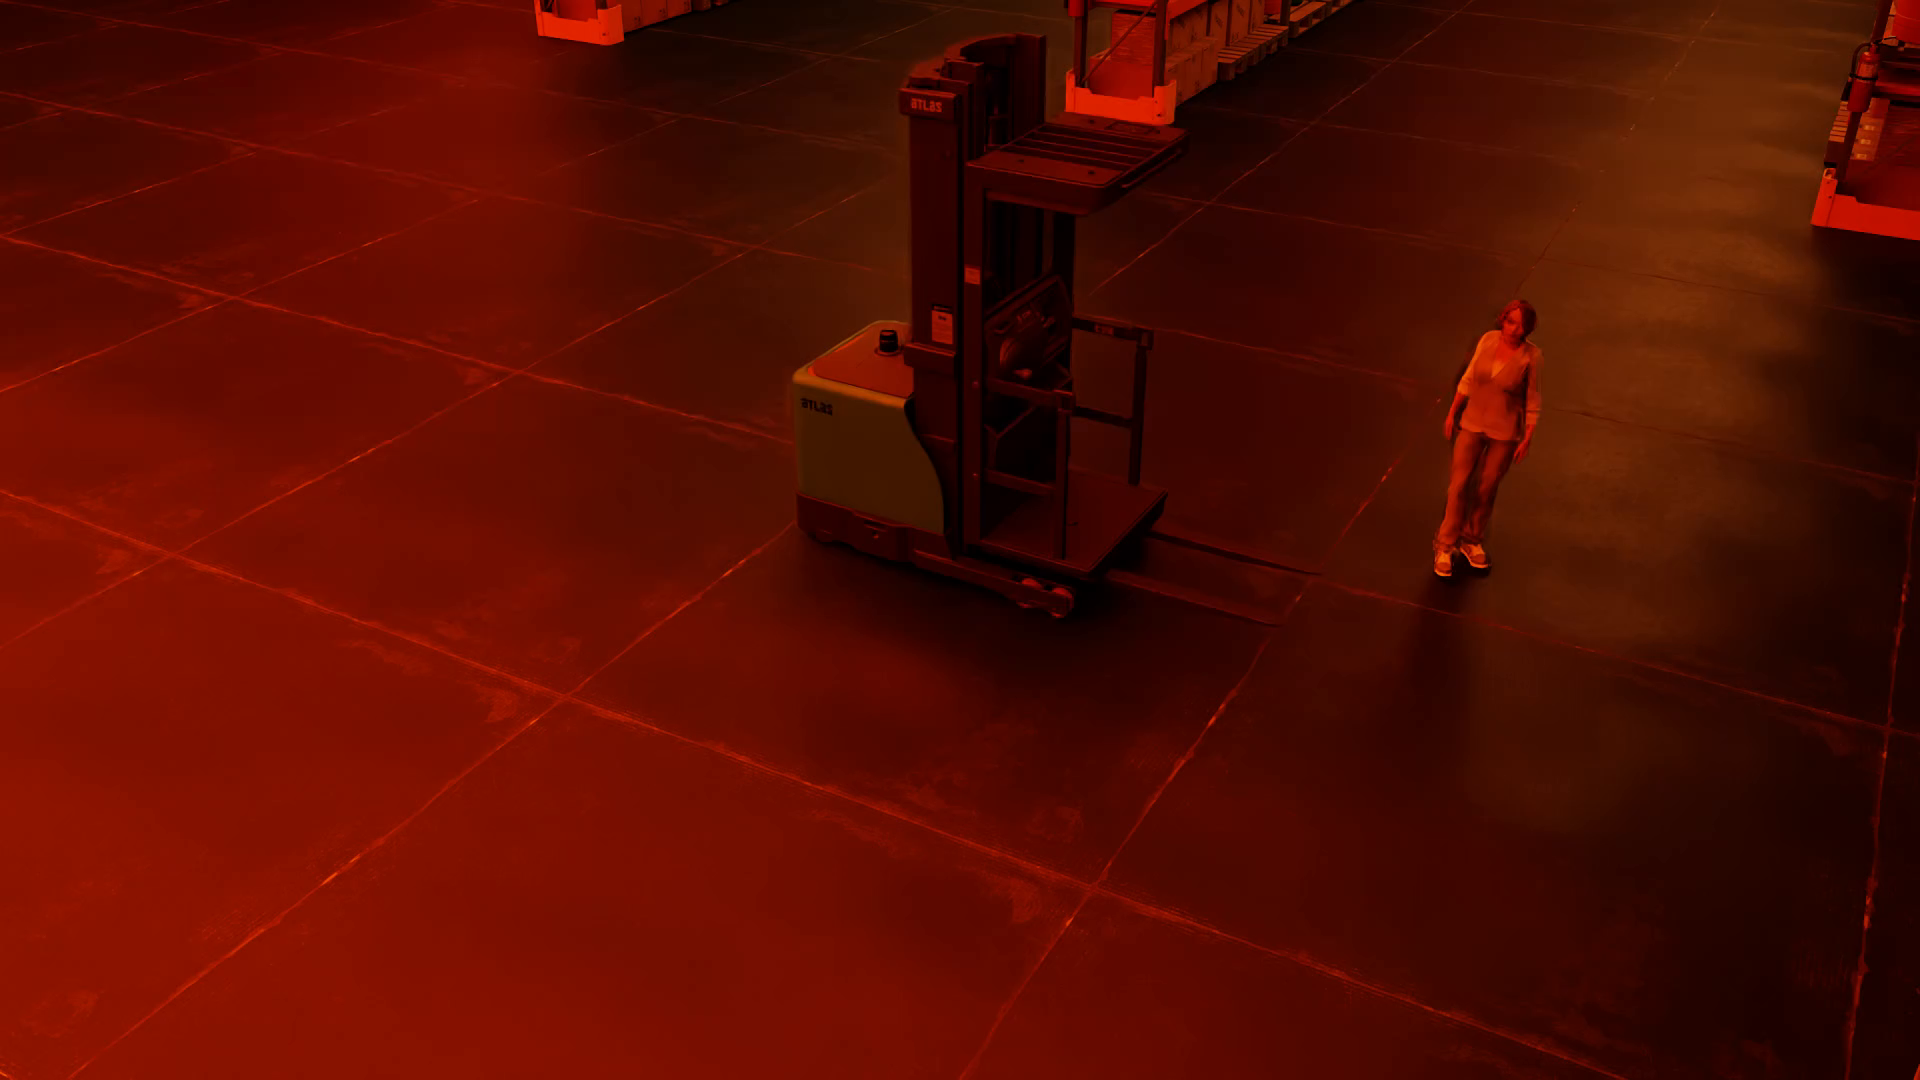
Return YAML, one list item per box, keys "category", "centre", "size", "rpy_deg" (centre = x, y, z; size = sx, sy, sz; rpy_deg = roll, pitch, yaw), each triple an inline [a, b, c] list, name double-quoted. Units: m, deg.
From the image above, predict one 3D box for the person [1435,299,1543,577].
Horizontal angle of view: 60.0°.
- category: "person"
  centre: [2.946, -0.563, 9.371]
  size: [0.498, 1.598, 0.552]
  rpy_deg: [20, 36, 31]

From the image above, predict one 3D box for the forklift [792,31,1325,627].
- category: "forklift"
  centre: [0.554, -1.140, 9.046]
  size: [3.031, 2.935, 1.130]
  rpy_deg: [16, 34, 25]
